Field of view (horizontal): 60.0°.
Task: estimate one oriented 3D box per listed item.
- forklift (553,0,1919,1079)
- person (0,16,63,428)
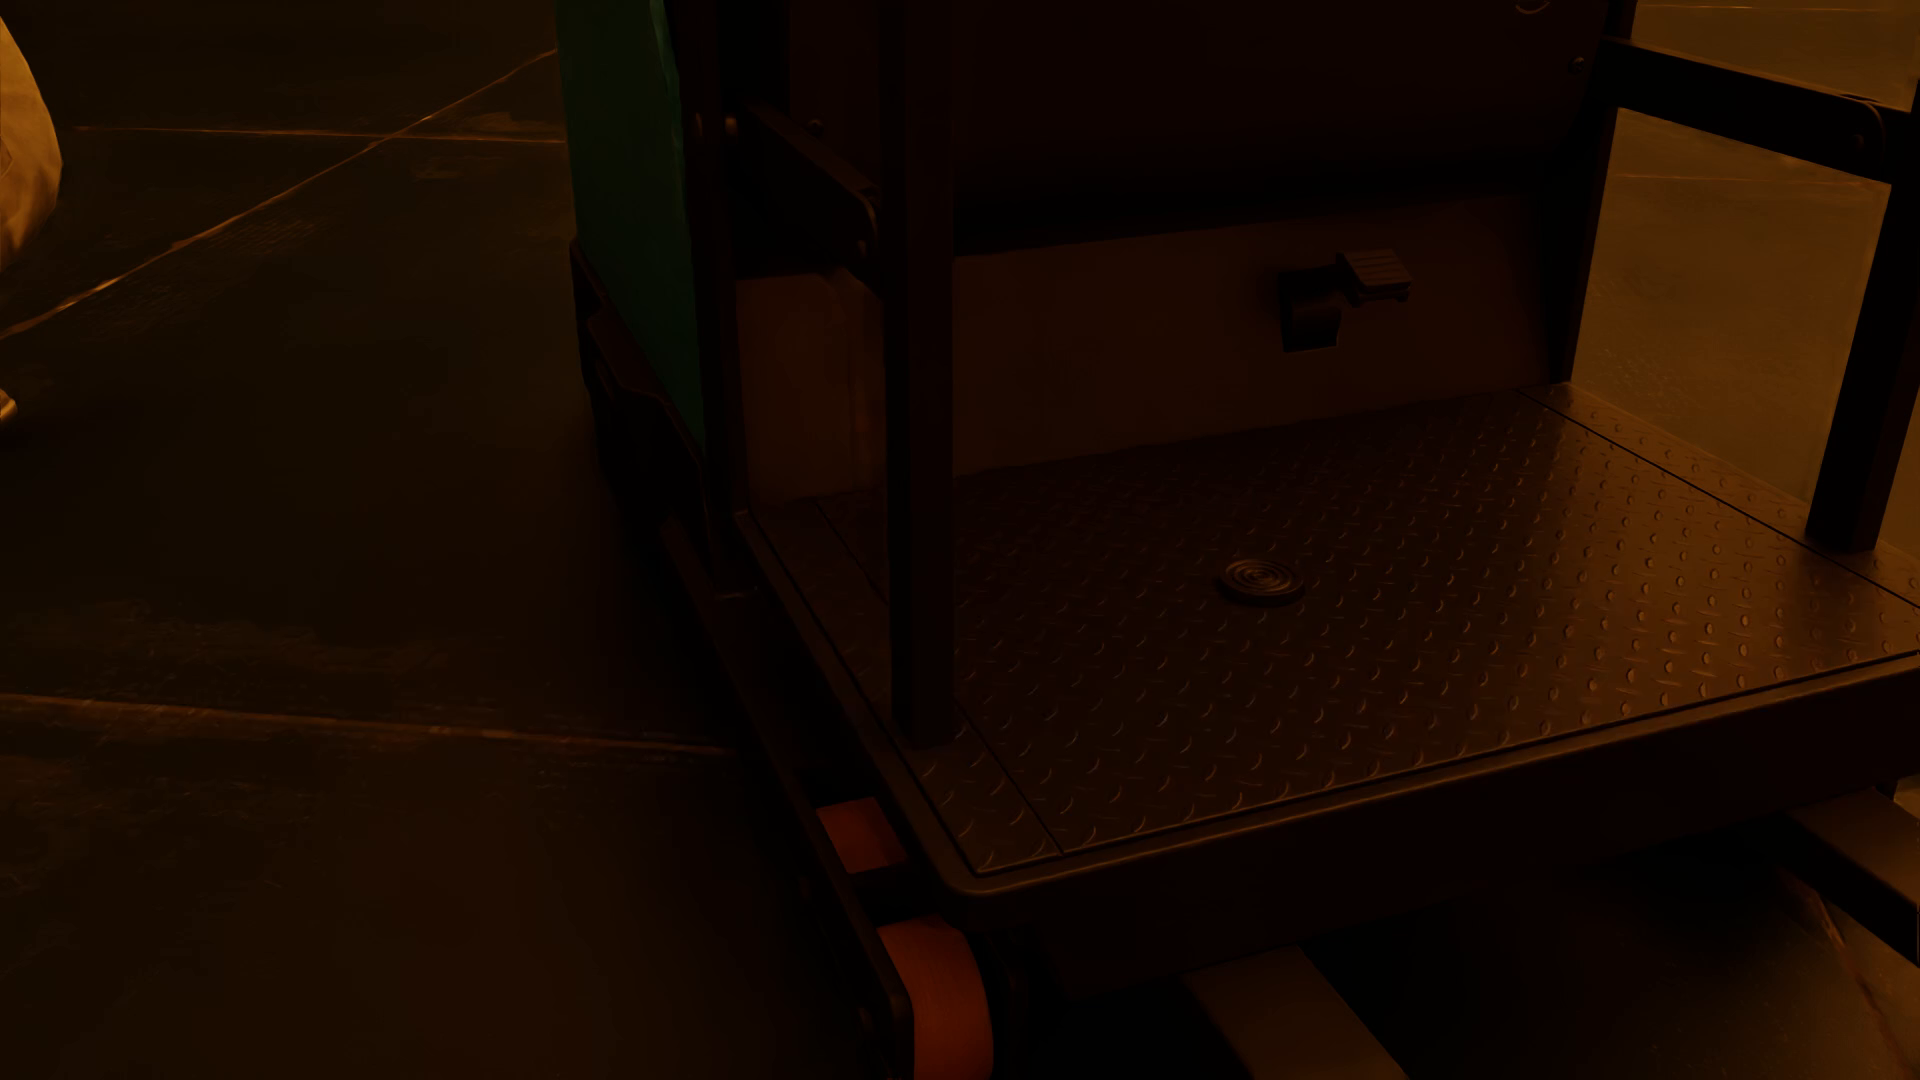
[{"bbox_3d":[0.336,-1.020,1.260,1.130,2.935,3.031,-10,28,-19],"label":"forklift"},{"bbox_3d":[-1.823,-0.967,2.555,0.897,1.643,0.505,17,31,30],"label":"person"}]
